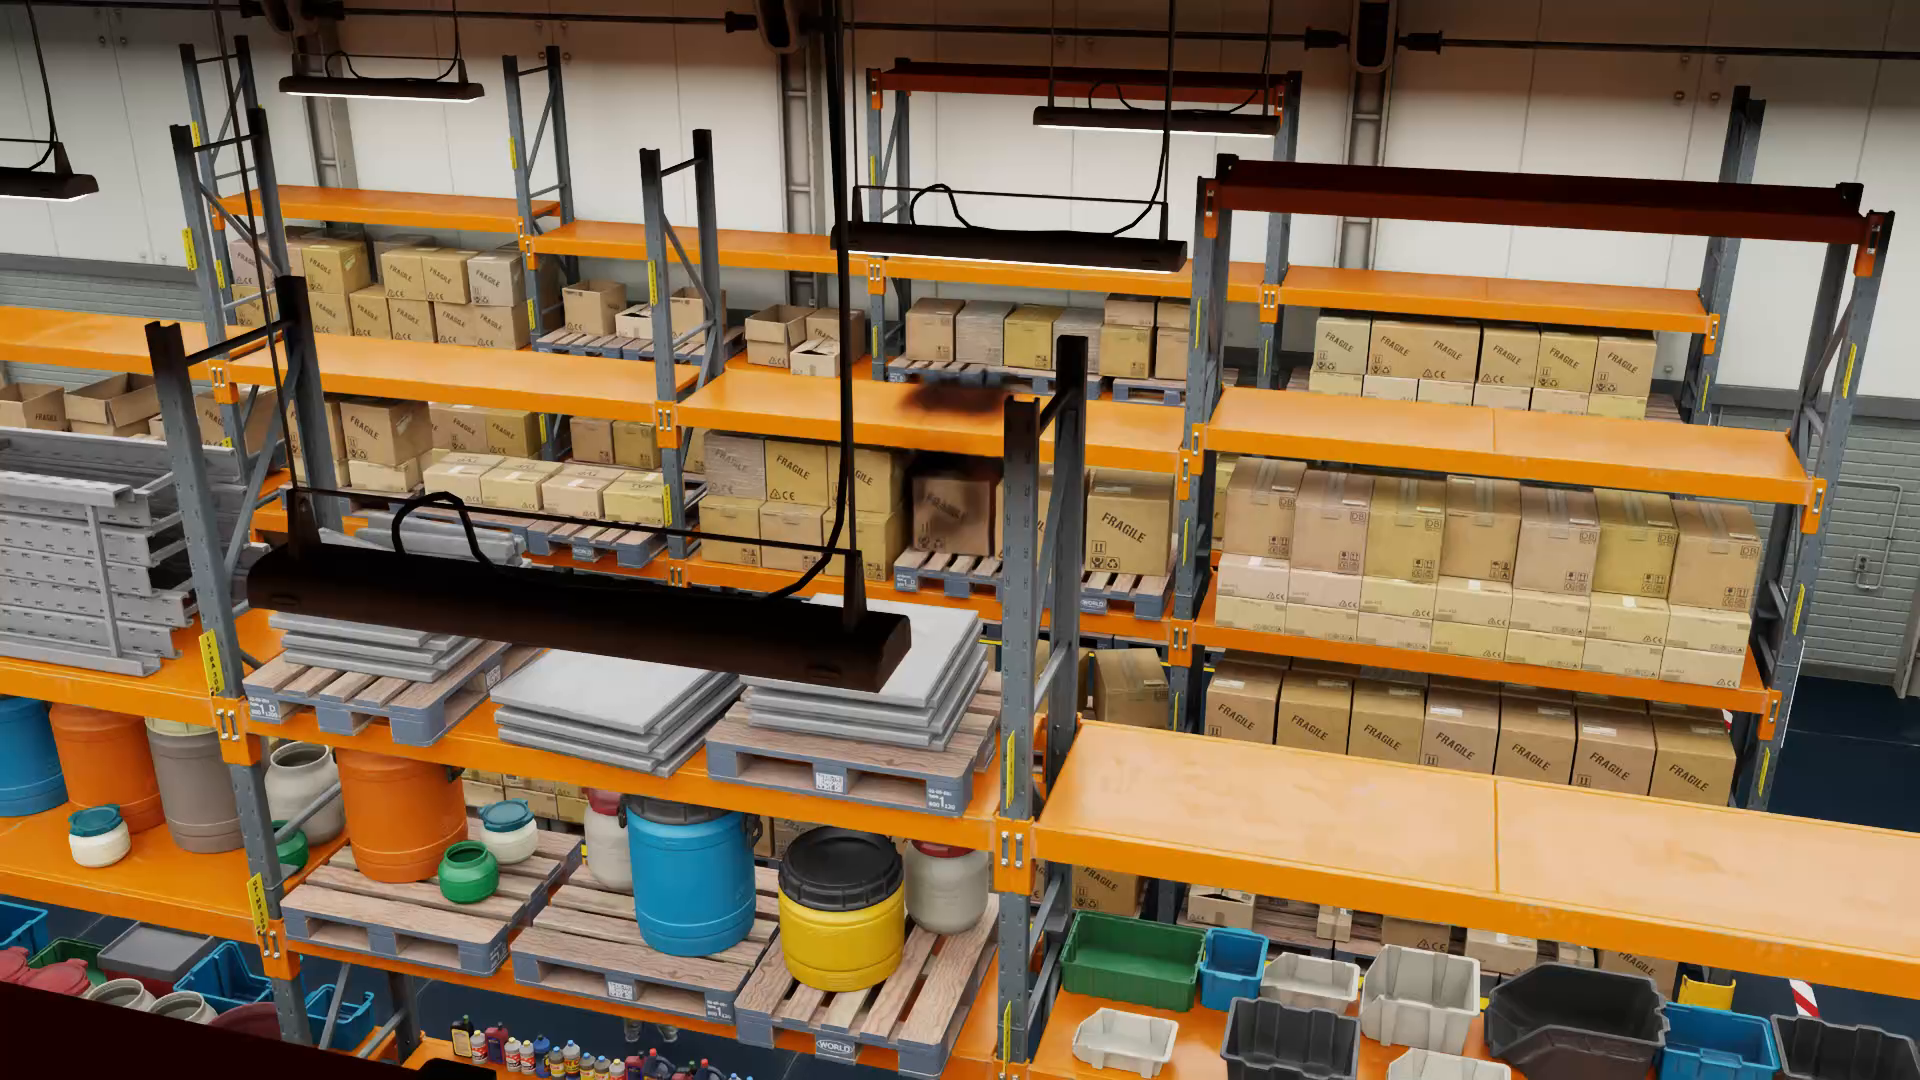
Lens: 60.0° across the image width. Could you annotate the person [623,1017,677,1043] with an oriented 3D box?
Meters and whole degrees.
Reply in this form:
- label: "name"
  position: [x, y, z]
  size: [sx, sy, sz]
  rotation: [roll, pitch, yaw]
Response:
- label: "person"
  position: [-2.208, 2.773, 11.540]
  size: [0.526, 1.701, 0.425]
  rotation: [1, 23, 2]
